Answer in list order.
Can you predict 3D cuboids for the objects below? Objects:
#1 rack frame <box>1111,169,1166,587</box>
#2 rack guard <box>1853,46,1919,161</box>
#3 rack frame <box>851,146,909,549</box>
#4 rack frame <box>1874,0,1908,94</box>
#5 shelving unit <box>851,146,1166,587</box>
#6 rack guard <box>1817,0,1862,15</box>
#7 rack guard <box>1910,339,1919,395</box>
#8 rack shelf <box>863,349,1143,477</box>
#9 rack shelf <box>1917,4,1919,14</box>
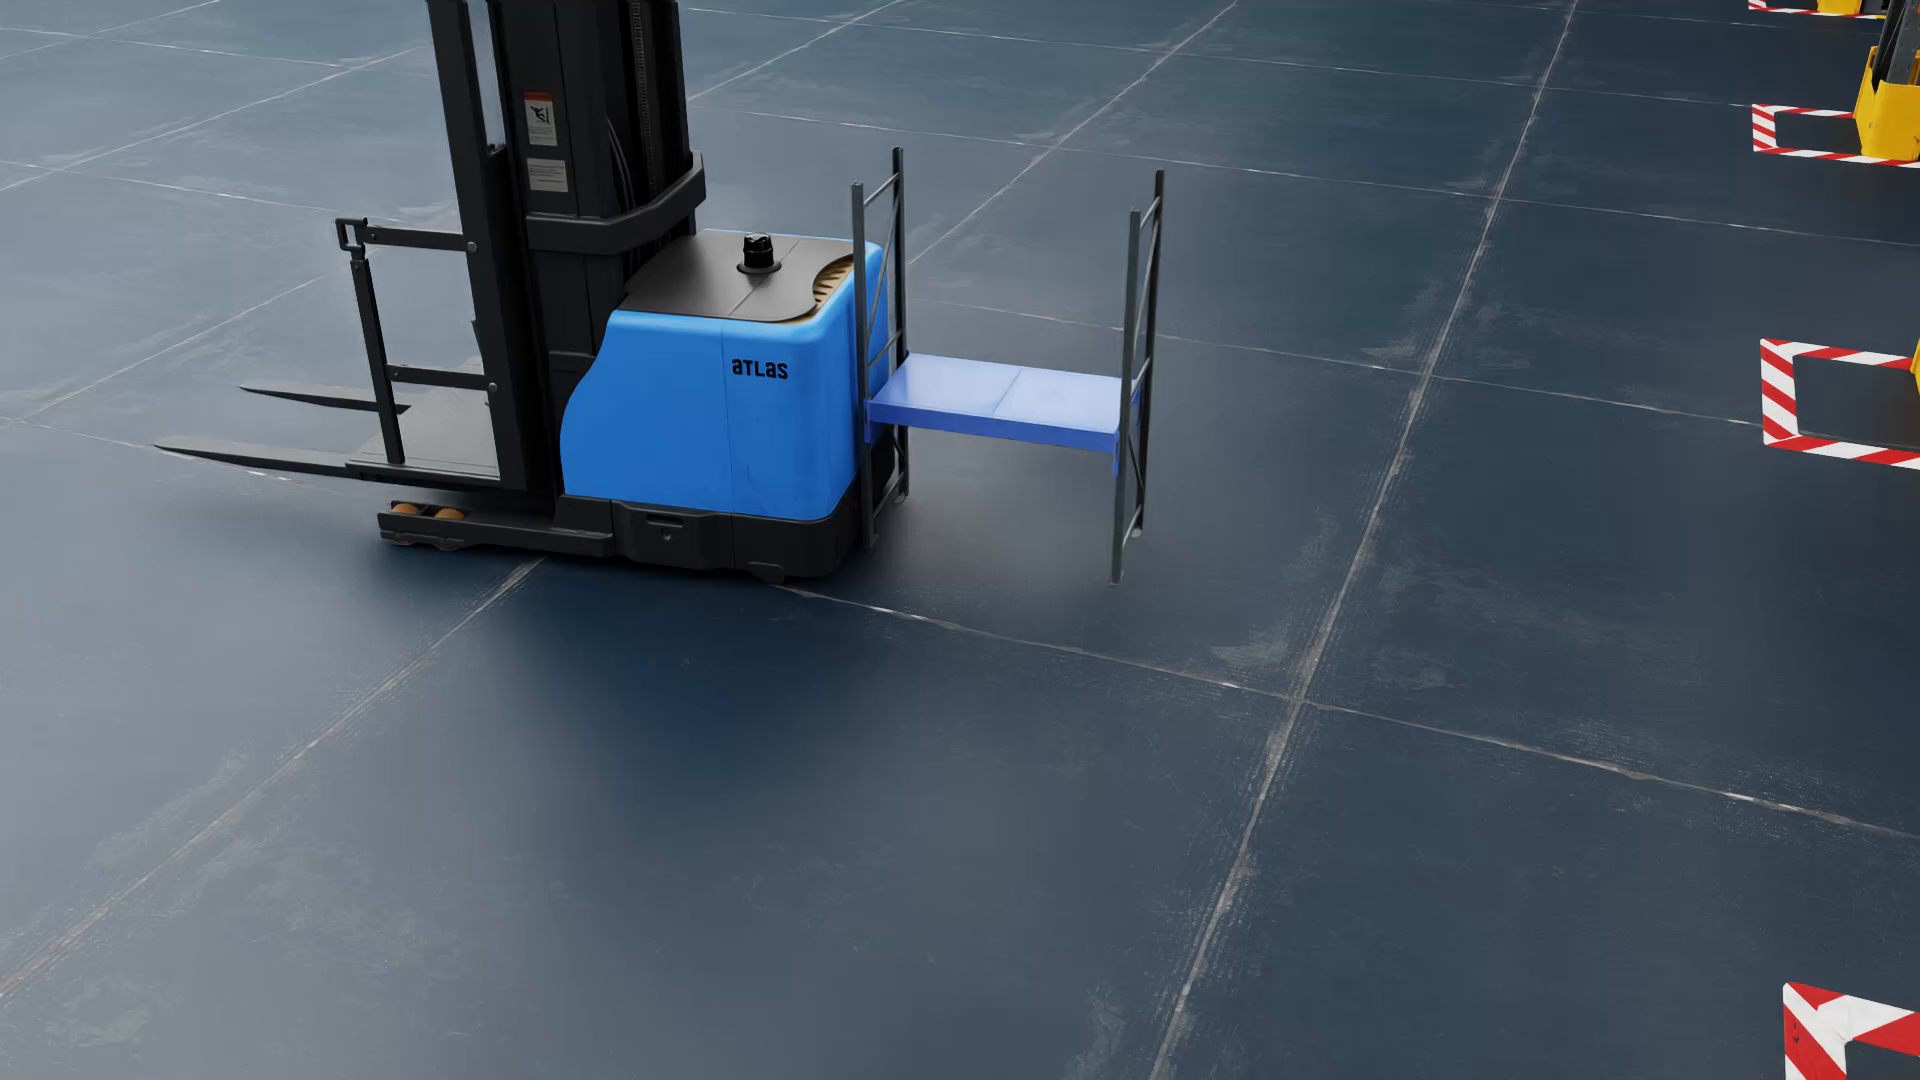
[{"bbox_3d":[0.670,-0.592,6.273,0.032,1.500,0.500,8,31,15],"label":"rack frame"},{"bbox_3d":[6.563,-3.079,11.690,0.348,0.500,1.175,11,31,19],"label":"rack guard"},{"bbox_3d":[-0.304,-0.736,6.528,0.032,1.500,0.500,8,31,15],"label":"rack frame"},{"bbox_3d":[6.474,-4.159,11.059,0.053,2.616,0.949,11,31,19],"label":"rack frame"},{"bbox_3d":[0.183,-0.664,6.400,1.048,1.500,0.538,8,31,15],"label":"shelving unit"},{"bbox_3d":[8.319,-5.334,15.679,0.348,0.500,1.175,11,31,19],"label":"rack guard"},{"bbox_3d":[4.683,-0.799,7.656,0.348,0.500,1.175,11,31,19],"label":"rack guard"},{"bbox_3d":[0.183,-0.507,6.489,1.000,0.185,0.538,8,31,15],"label":"rack shelf"},{"bbox_3d":[8.328,-3.477,10.584,4.000,0.370,1.077,11,31,19],"label":"rack shelf"}]
